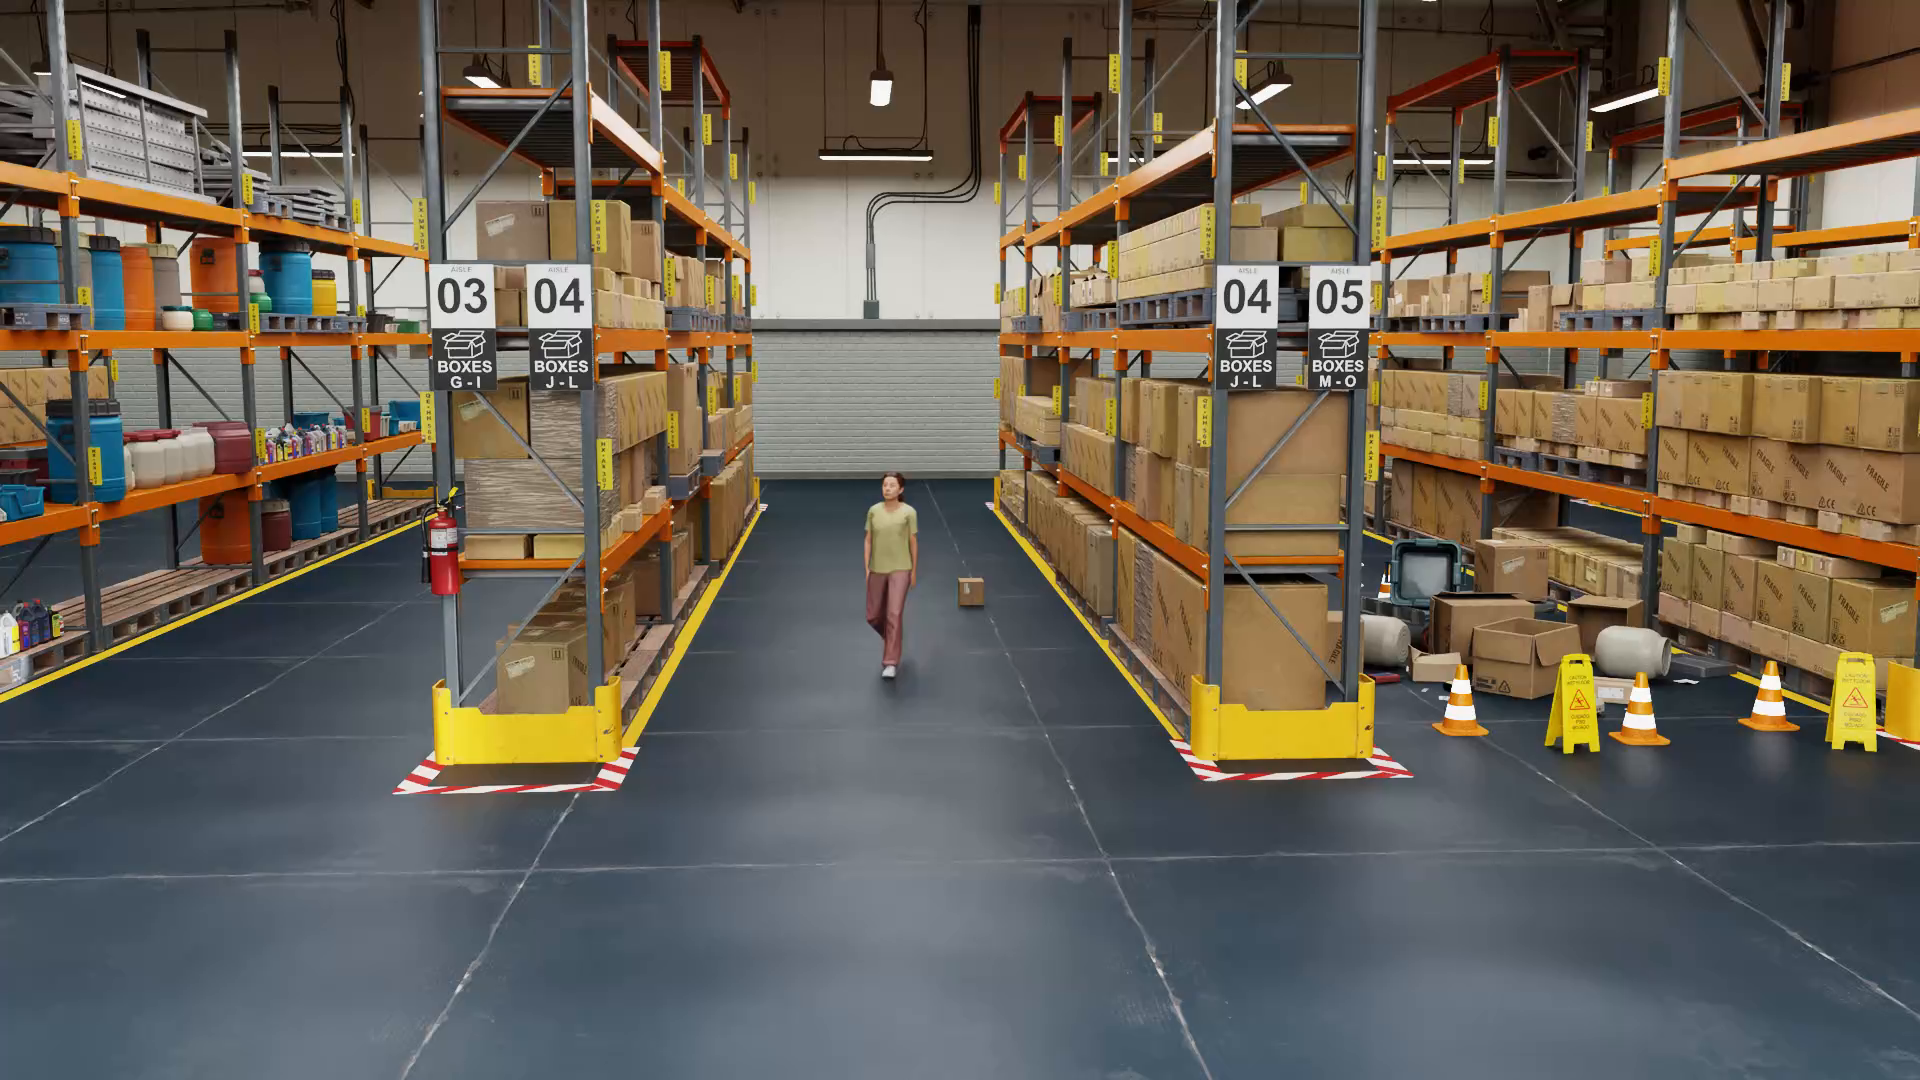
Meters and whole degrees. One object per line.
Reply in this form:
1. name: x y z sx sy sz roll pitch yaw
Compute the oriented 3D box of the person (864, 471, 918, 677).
1. person: -0.566 0.262 13.602 0.445 1.627 0.759 2 7 14
